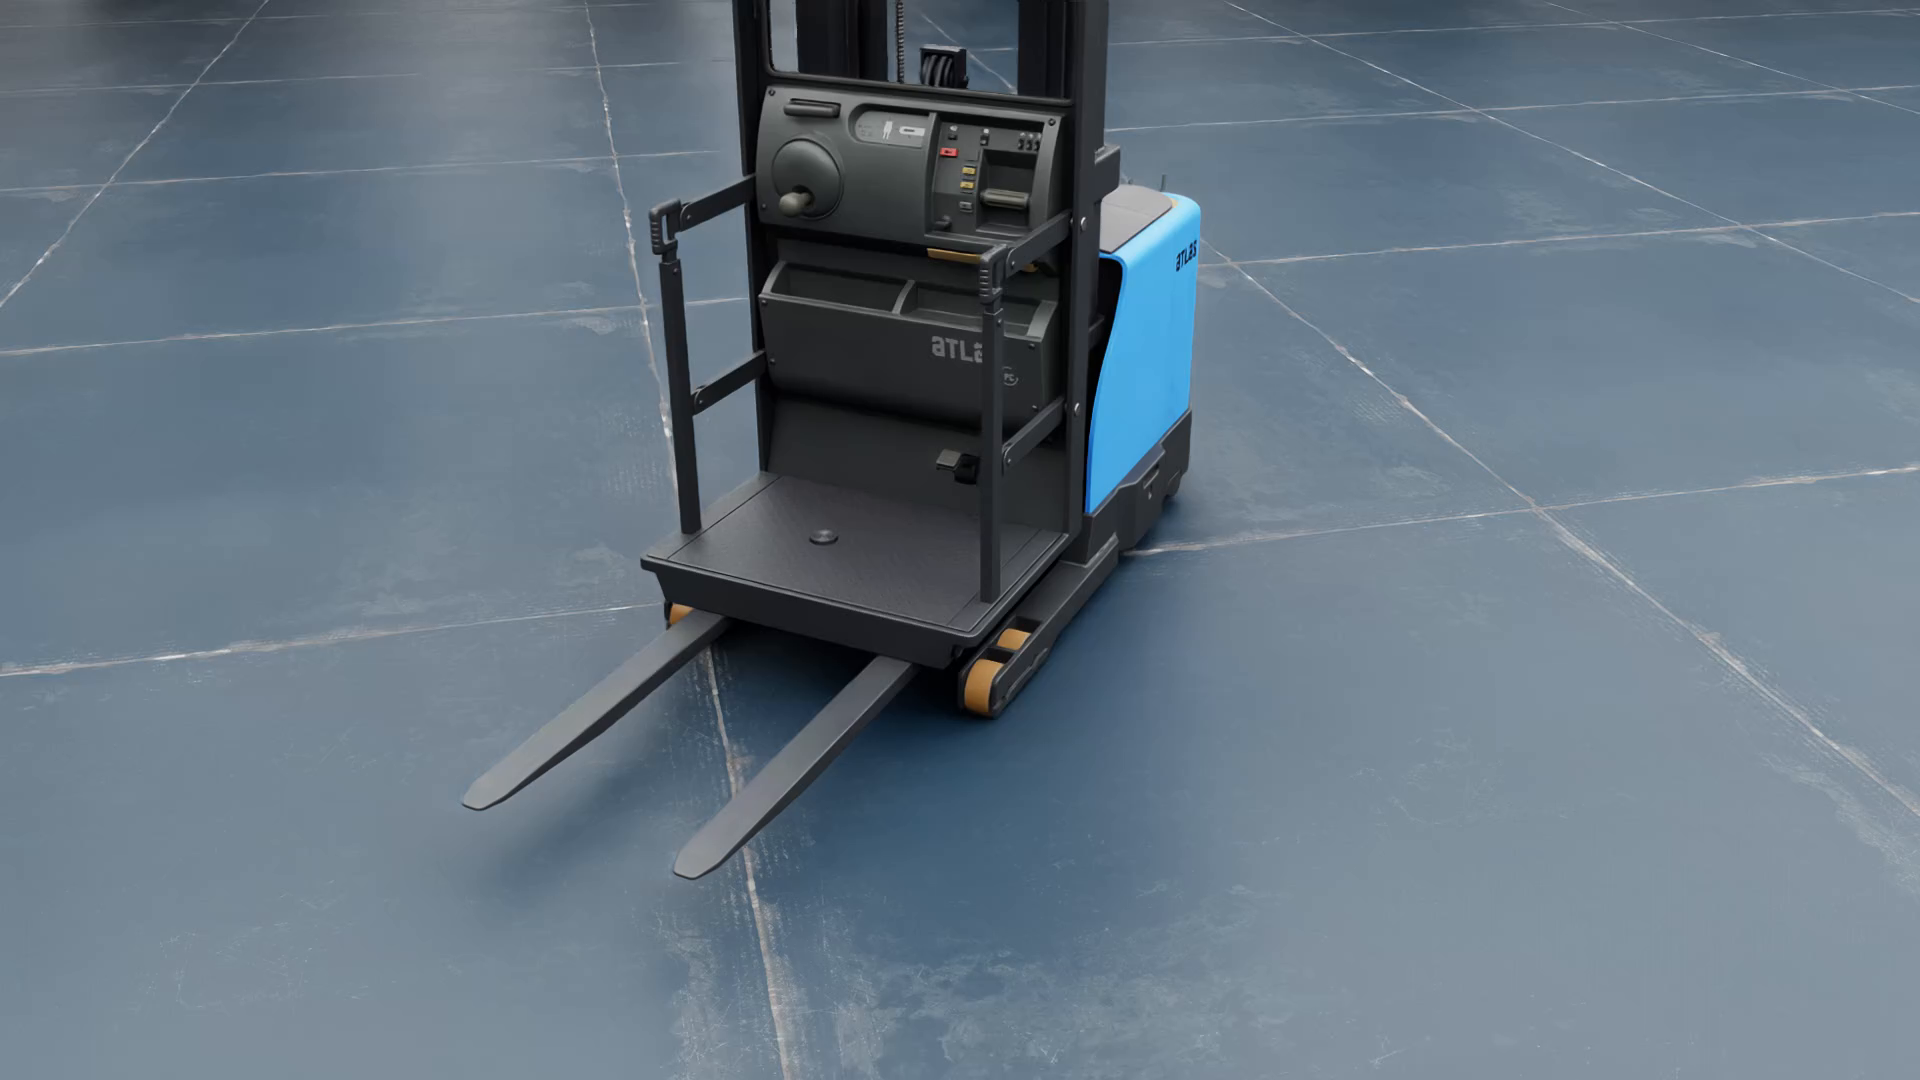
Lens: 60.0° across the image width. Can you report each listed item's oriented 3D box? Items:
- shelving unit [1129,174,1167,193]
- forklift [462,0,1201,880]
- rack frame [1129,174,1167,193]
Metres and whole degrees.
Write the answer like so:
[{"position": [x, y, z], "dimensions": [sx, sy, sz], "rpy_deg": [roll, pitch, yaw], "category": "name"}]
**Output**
[{"position": [0.564, -0.875, 6.300], "dimensions": [0.215, 1.050, 0.252], "rpy_deg": [-18, 31, -41], "category": "shelving unit"}, {"position": [-0.249, -1.027, 4.531], "dimensions": [1.130, 2.935, 3.031], "rpy_deg": [12, 29, 23], "category": "forklift"}, {"position": [0.648, -0.835, 6.221], "dimensions": [0.200, 1.050, 0.008], "rpy_deg": [-18, 31, -41], "category": "rack frame"}]
